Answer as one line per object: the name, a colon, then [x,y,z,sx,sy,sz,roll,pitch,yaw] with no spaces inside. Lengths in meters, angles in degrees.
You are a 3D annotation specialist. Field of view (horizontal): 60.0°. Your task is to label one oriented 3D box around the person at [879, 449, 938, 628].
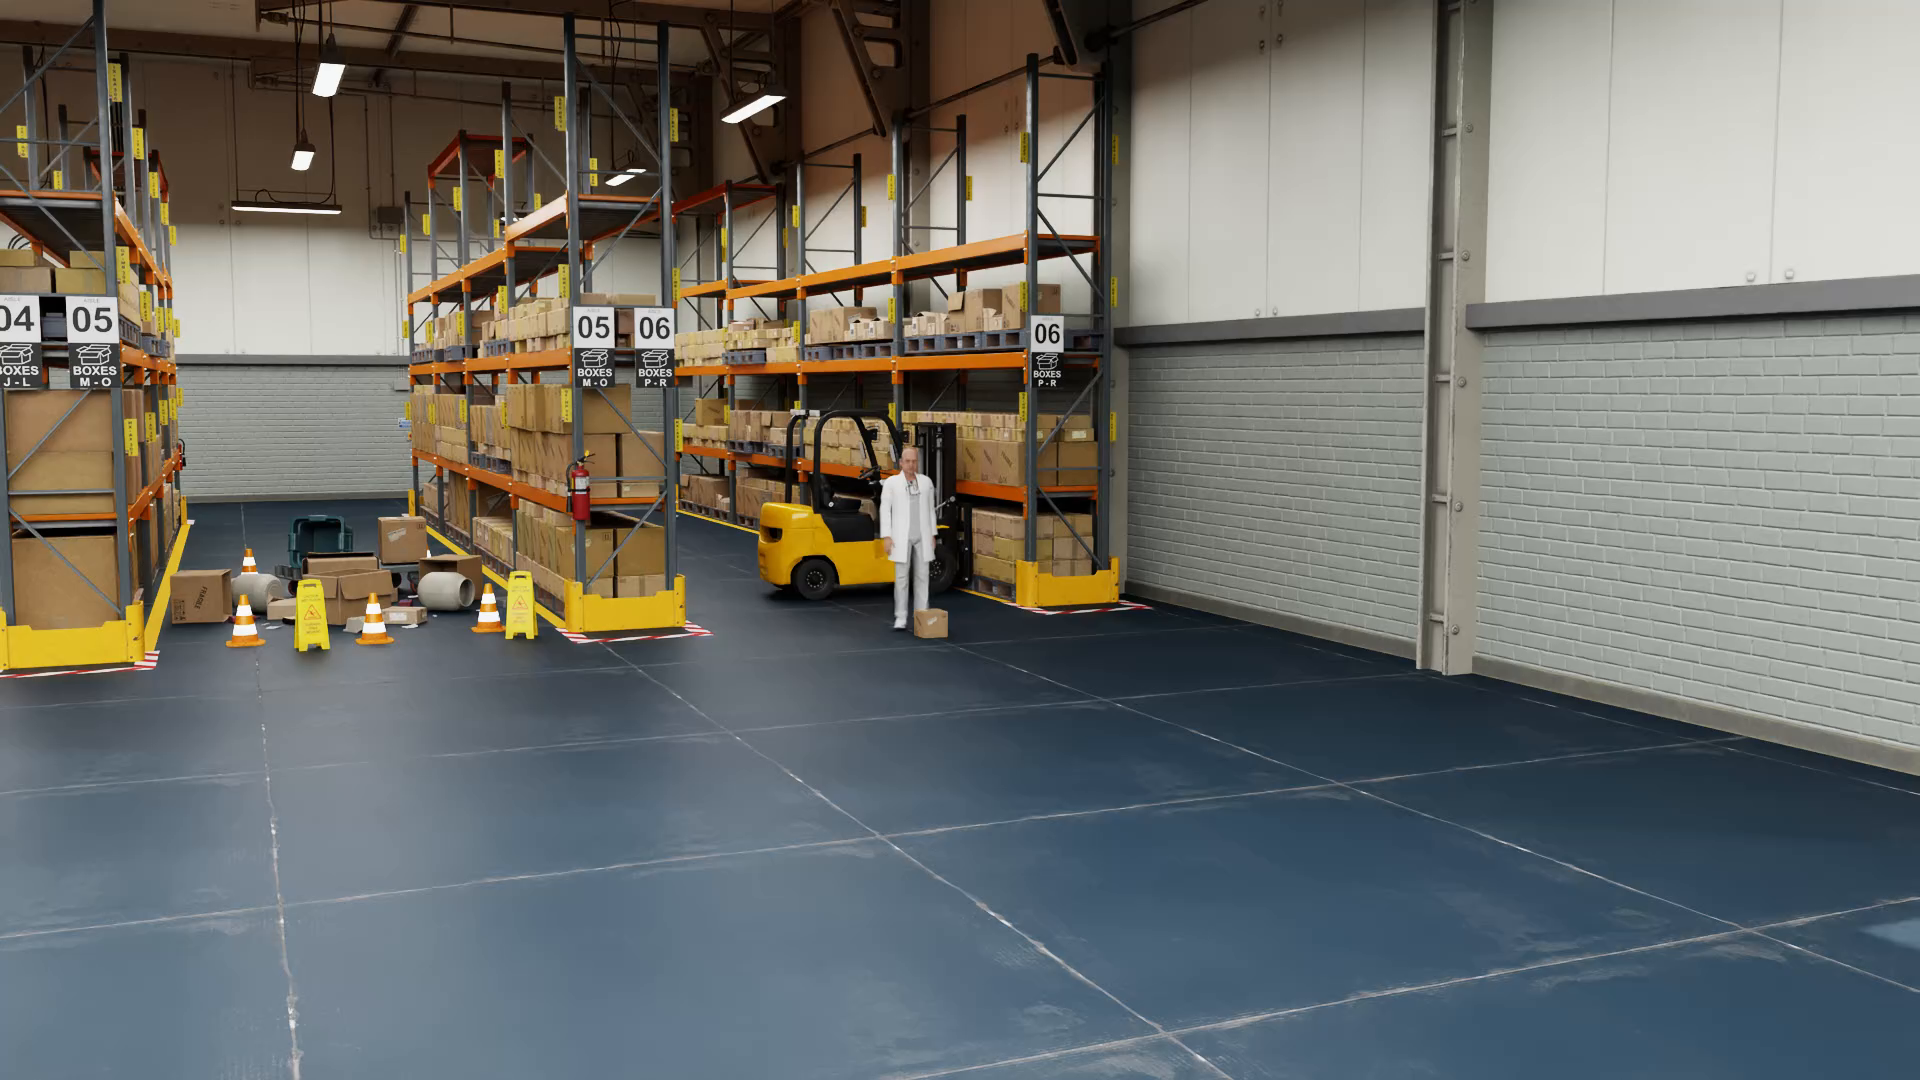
person: [-0.498,-0.015,16.577,0.588,1.782,0.386,-2,6,-19]
